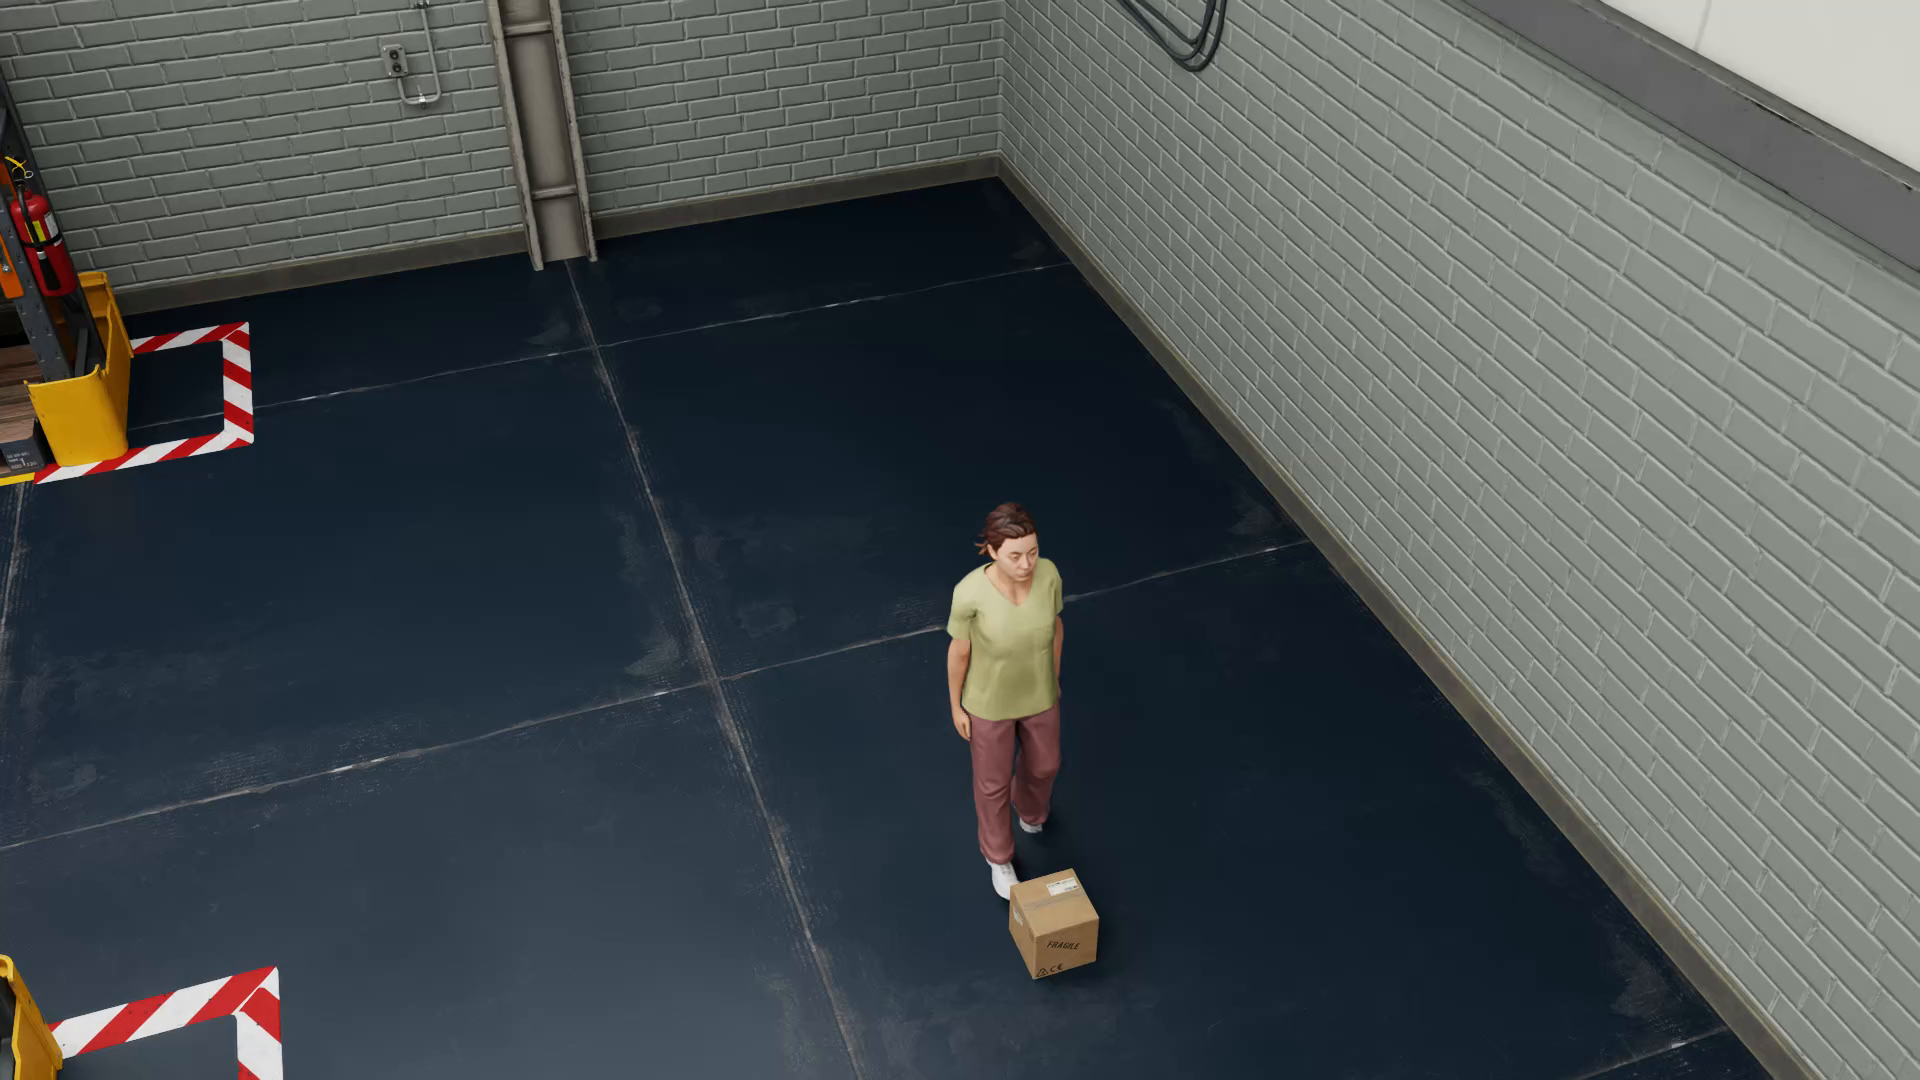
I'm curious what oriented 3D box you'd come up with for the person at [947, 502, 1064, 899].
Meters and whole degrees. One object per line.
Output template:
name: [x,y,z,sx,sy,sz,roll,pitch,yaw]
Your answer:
person: [0.182,0.605,6.063,0.451,1.739,0.498,-12,40,-15]
